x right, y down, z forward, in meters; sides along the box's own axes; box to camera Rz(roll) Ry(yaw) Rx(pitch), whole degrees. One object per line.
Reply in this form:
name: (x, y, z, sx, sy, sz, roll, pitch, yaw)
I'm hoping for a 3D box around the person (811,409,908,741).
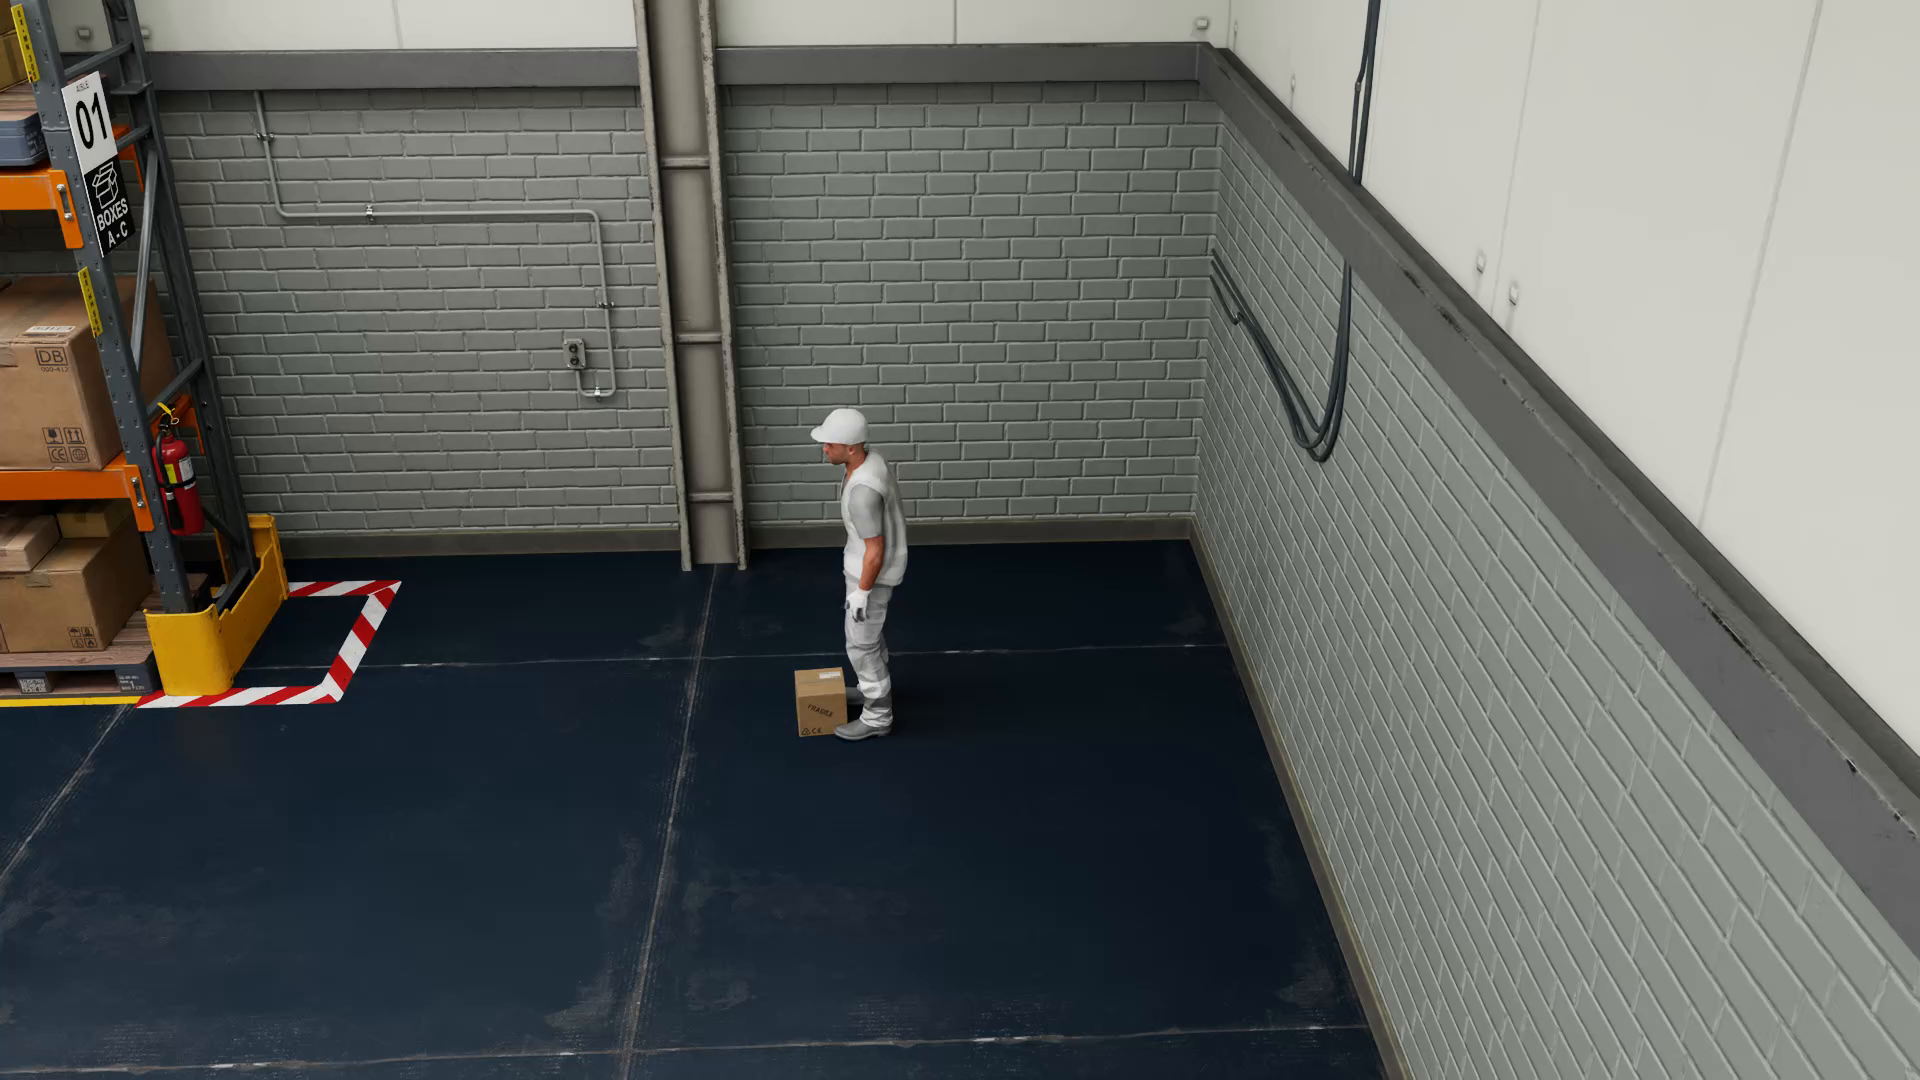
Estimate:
person: (-0.487, 0.157, 8.298, 0.451, 1.778, 0.603, -2, 27, -4)
